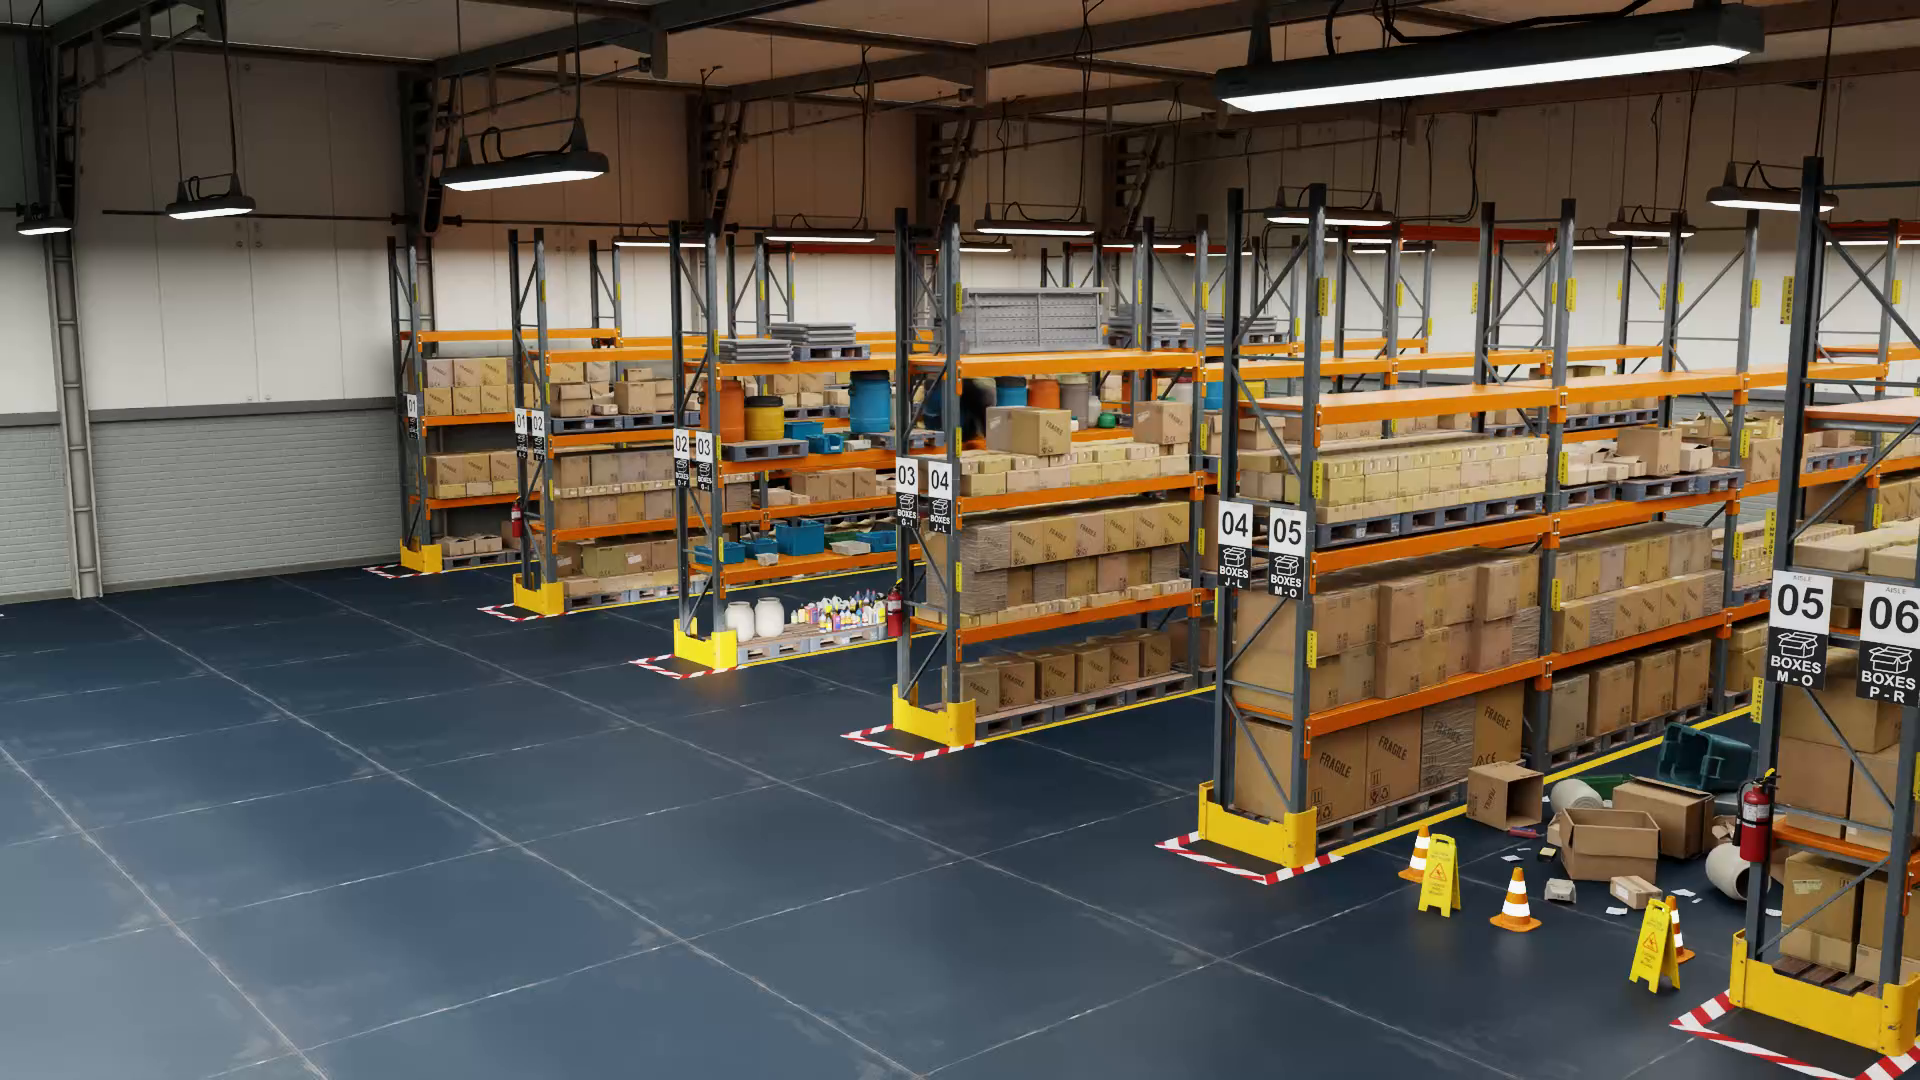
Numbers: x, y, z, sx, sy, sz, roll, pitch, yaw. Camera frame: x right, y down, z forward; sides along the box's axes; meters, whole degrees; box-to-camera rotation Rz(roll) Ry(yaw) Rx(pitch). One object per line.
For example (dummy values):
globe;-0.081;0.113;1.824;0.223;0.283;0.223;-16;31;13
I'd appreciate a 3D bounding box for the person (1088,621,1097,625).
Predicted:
person;2.201;0.328;24.264;0.553;1.772;0.752;8;12;43
